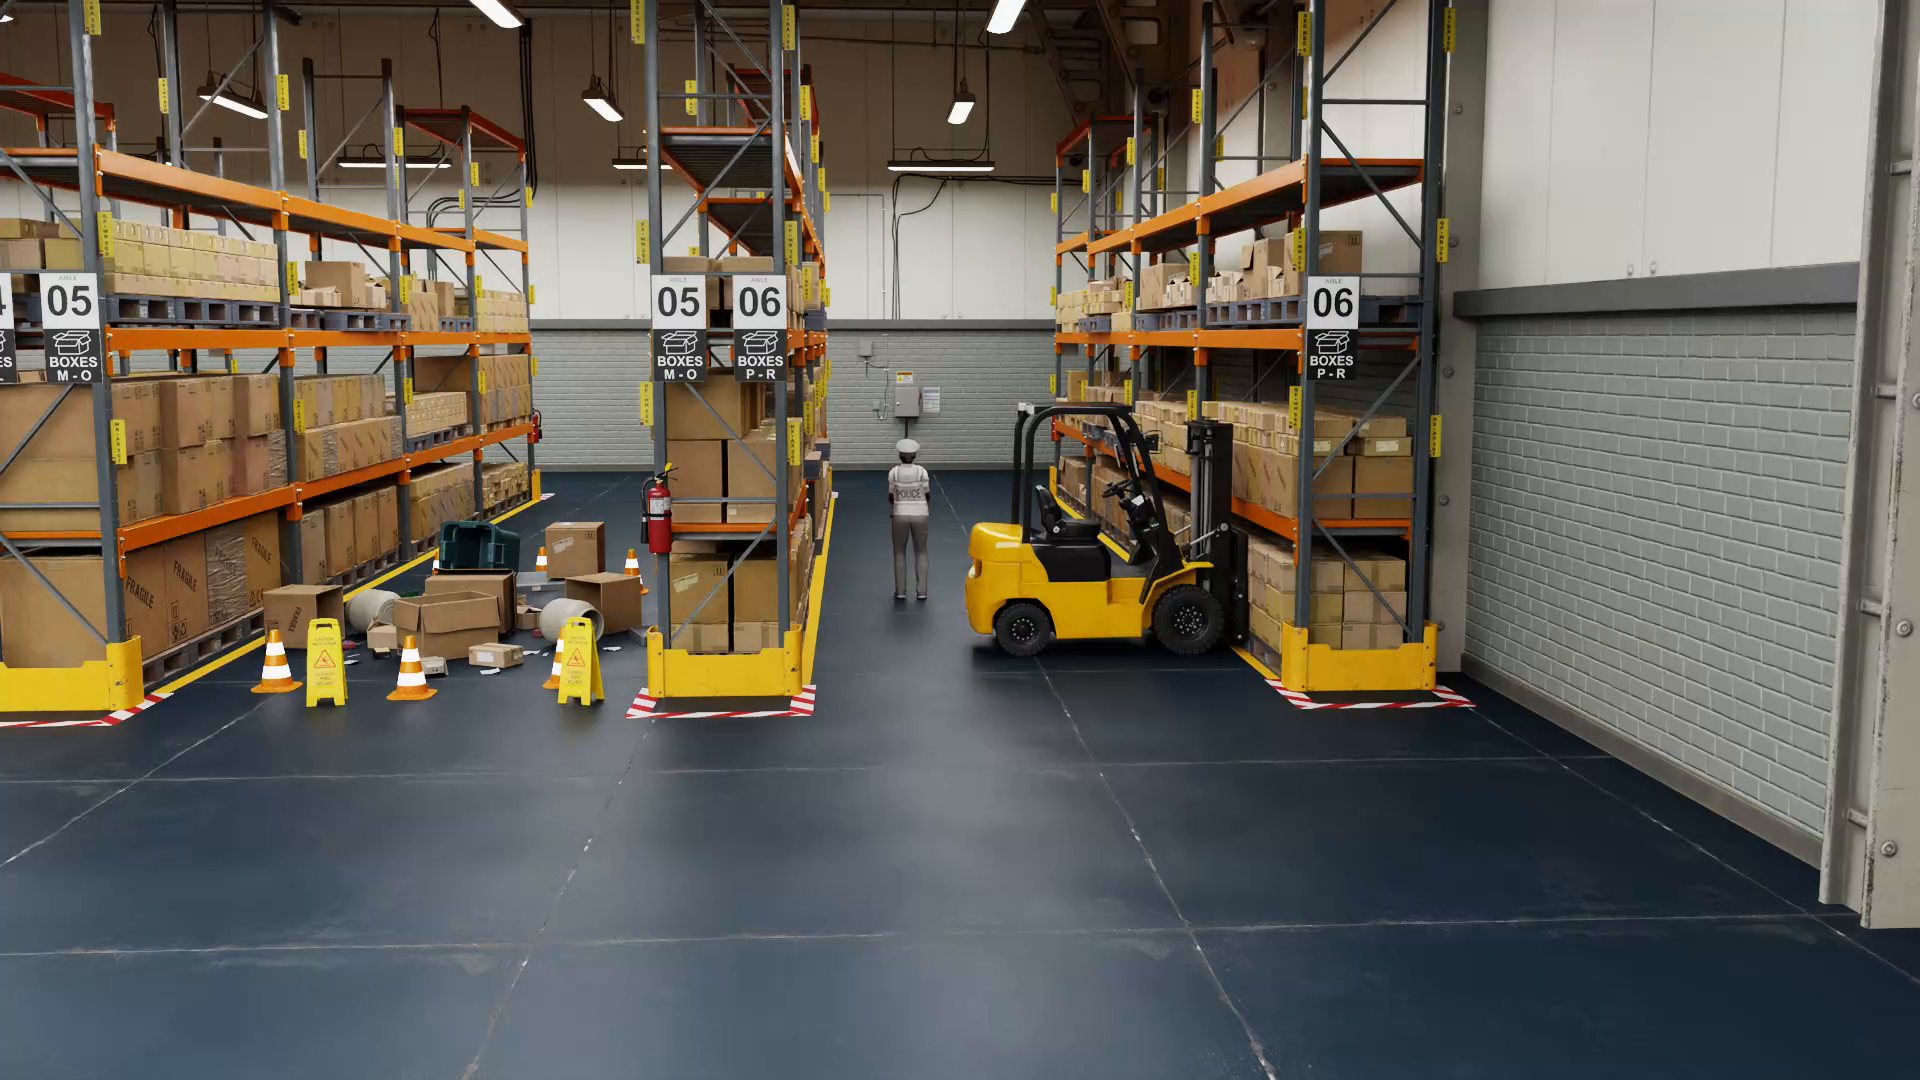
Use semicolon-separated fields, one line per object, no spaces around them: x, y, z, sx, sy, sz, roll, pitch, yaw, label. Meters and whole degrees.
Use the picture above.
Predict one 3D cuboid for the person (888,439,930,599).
-0.535;-0.226;17.510;0.449;1.683;0.534;0;7;-3;person
